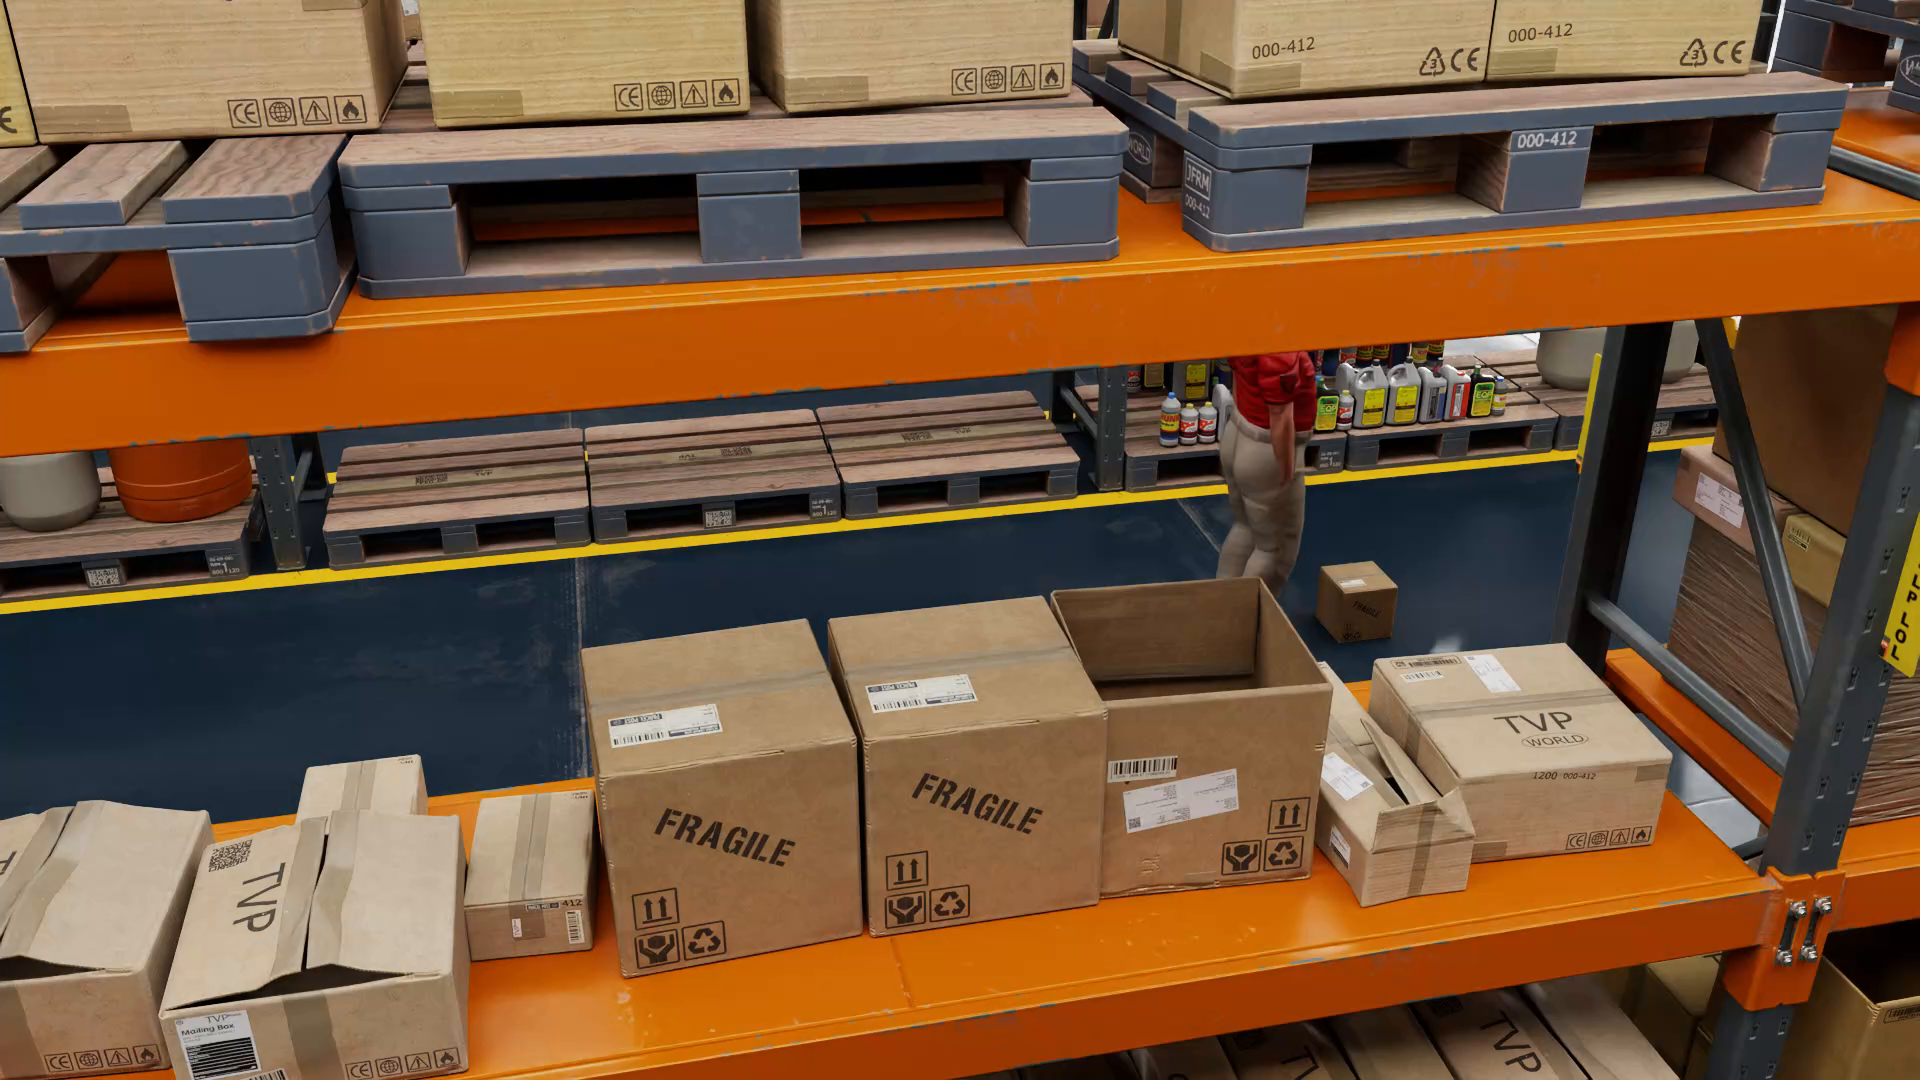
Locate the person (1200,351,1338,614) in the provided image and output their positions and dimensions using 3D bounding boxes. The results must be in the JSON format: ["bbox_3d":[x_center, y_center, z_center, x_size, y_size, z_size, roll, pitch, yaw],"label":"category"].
[{"bbox_3d":[1.304,-0.298,6.902,0.486,1.588,0.578,-5,27,-11],"label":"person"}]
